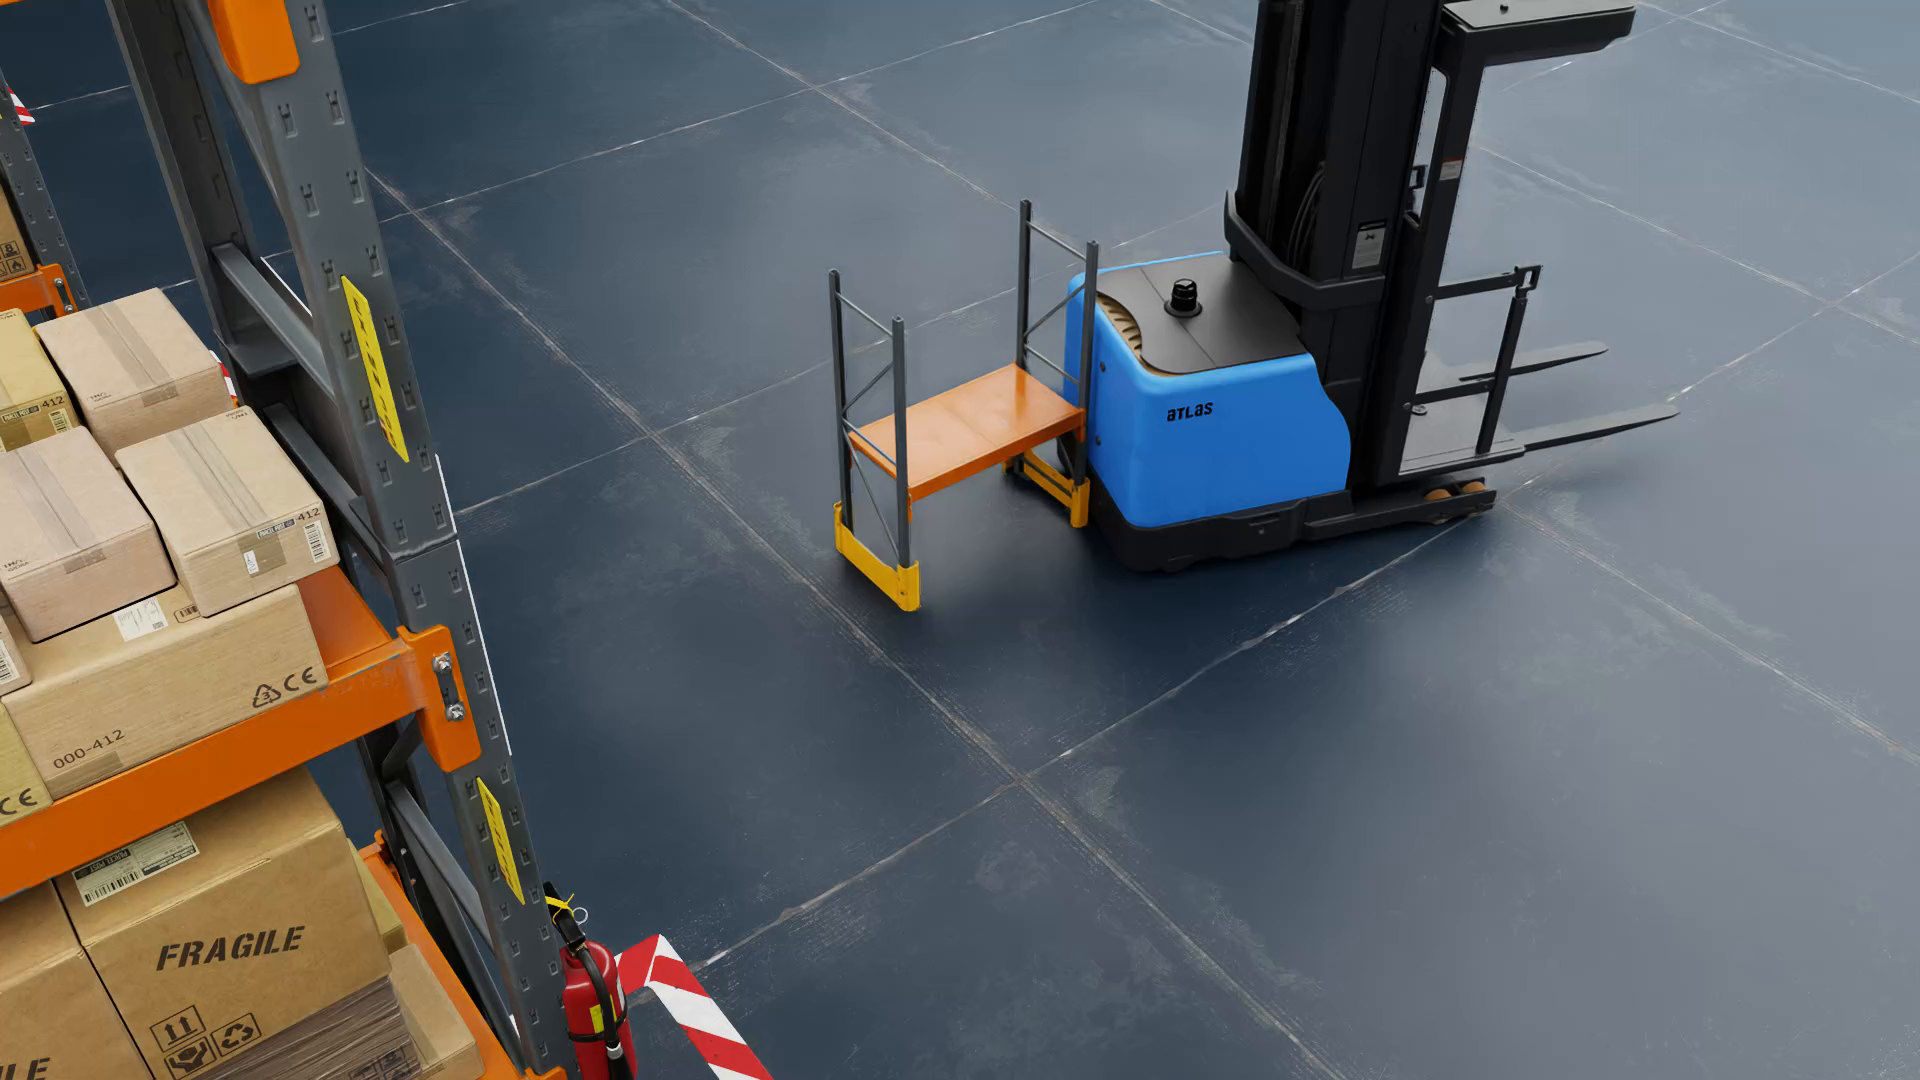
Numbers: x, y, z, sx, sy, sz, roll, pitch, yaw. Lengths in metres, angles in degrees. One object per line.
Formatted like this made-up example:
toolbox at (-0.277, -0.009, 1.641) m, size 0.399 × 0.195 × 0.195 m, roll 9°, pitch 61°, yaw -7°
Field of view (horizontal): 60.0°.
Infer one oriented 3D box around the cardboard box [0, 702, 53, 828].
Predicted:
cardboard box at (-1.928, 0.338, 2.859) m, size 0.500 × 0.250 × 0.500 m, roll -26°, pitch 46°, yaw -28°

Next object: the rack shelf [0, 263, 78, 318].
rack shelf at (-5.834, -0.551, 6.757) m, size 4.000 × 0.370 × 1.077 m, roll -26°, pitch 46°, yaw -28°

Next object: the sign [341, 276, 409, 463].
sign at (-0.984, -0.284, 2.801) m, size 0.005 × 0.325 × 0.100 m, roll -26°, pitch 46°, yaw -28°

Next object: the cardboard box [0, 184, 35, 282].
cardboard box at (-4.515, -1.494, 7.221) m, size 0.550 × 0.550 × 0.875 m, roll -26°, pitch 46°, yaw -28°

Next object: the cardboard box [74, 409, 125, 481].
cardboard box at (-1.846, -0.114, 3.411) m, size 0.500 × 0.250 × 0.500 m, roll -25°, pitch 45°, yaw -27°

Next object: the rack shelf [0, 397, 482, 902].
rack shelf at (-2.892, 0.823, 2.717) m, size 4.000 × 0.370 × 1.077 m, roll -26°, pitch 46°, yaw -28°

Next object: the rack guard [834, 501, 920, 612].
rack guard at (-0.383, 0.069, 7.602) m, size 0.087 × 0.250 × 0.587 m, roll -26°, pitch 46°, yaw -28°

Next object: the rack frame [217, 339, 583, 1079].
rack frame at (-1.306, 0.932, 4.383) m, size 0.127 × 3.000 × 1.000 m, roll -26°, pitch 46°, yaw -28°

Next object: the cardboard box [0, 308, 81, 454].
cardboard box at (-1.930, -0.283, 3.302) m, size 0.250 × 0.149 × 0.380 m, roll -25°, pitch 45°, yaw -27°

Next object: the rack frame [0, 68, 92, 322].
rack frame at (-4.248, -1.602, 7.471) m, size 0.127 × 3.000 × 1.000 m, roll -26°, pitch 46°, yaw -28°

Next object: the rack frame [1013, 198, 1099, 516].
rack frame at (0.428, -0.801, 7.678) m, size 0.032 × 1.500 × 0.500 m, roll -26°, pitch 46°, yaw -28°

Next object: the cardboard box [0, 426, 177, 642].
cardboard box at (-1.614, -0.018, 2.980) m, size 0.250 × 0.149 × 0.380 m, roll -28°, pitch 47°, yaw -29°

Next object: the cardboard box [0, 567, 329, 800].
cardboard box at (-1.534, 0.144, 3.096) m, size 0.500 × 0.250 × 0.500 m, roll -25°, pitch 45°, yaw -27°

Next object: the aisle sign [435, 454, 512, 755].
aisle sign at (-1.074, 0.053, 3.404) m, size 0.004 × 0.787 × 0.394 m, roll -26°, pitch 46°, yaw -28°

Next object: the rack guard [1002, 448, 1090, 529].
rack guard at (0.413, -0.311, 8.065) m, size 0.087 × 0.250 × 0.587 m, roll -26°, pitch 46°, yaw -28°

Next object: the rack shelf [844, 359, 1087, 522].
rack shelf at (0.022, -0.468, 7.555) m, size 1.000 × 0.185 × 0.538 m, roll -26°, pitch 46°, yaw -28°

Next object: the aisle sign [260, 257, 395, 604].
aisle sign at (-1.440, -0.248, 3.771) m, size 0.004 × 0.787 × 0.394 m, roll -26°, pitch 46°, yaw -28°

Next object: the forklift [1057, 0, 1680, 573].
forklift at (2.059, -1.520, 7.425) m, size 3.031 × 2.935 × 1.130 m, roll -11°, pitch 41°, yaw -13°

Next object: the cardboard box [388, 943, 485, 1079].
cardboard box at (-1.406, 1.243, 4.202) m, size 0.250 × 0.149 × 0.380 m, roll -26°, pitch 46°, yaw -28°

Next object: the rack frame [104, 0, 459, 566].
rack frame at (-1.306, -1.388, 2.480) m, size 0.127 × 3.000 × 1.000 m, roll -26°, pitch 46°, yaw -28°

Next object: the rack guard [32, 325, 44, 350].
rack guard at (-4.229, -0.645, 8.275) m, size 0.348 × 0.500 × 1.175 m, roll -26°, pitch 46°, yaw -28°

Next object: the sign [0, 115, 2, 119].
sign at (-3.929, -1.863, 6.689) m, size 0.005 × 0.325 × 0.100 m, roll -26°, pitch 46°, yaw -28°

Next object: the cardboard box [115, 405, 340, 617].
cardboard box at (-1.336, -0.060, 3.030) m, size 0.250 × 0.149 × 0.380 m, roll -26°, pitch 46°, yaw -28°

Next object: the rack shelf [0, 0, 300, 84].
rack shelf at (-2.892, -0.335, 1.767) m, size 4.000 × 0.370 × 1.077 m, roll -26°, pitch 46°, yaw -28°

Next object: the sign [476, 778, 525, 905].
sign at (-0.984, 0.649, 3.566) m, size 0.005 × 0.325 × 0.100 m, roll -26°, pitch 46°, yaw -28°

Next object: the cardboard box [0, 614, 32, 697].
cardboard box at (-1.764, 0.142, 2.784) m, size 0.250 × 0.149 × 0.380 m, roll -28°, pitch 47°, yaw -30°

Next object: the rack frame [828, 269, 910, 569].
rack frame at (-0.384, -0.414, 7.205) m, size 0.032 × 1.500 × 0.500 m, roll -26°, pitch 46°, yaw -28°

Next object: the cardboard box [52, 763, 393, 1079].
cardboard box at (-1.592, 0.728, 3.529) m, size 0.500 × 0.500 × 0.500 m, roll -26°, pitch 46°, yaw -28°

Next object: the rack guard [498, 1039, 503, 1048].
rack guard at (-1.366, 1.927, 5.140) m, size 0.348 × 0.500 × 1.175 m, roll -26°, pitch 46°, yaw -28°

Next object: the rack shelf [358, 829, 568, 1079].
rack shelf at (-2.892, 1.983, 3.669) m, size 4.000 × 0.370 × 1.077 m, roll -26°, pitch 46°, yaw -28°

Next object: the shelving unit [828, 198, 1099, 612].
shelving unit at (0.015, -0.604, 7.437) m, size 1.083 × 1.500 × 0.587 m, roll -26°, pitch 46°, yaw -28°

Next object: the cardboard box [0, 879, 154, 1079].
cardboard box at (-1.985, 0.924, 3.290) m, size 0.500 × 0.500 × 0.500 m, roll -26°, pitch 46°, yaw -28°

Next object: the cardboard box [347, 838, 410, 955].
cardboard box at (-1.677, 1.019, 4.474) m, size 0.250 × 0.149 × 0.380 m, roll -26°, pitch 46°, yaw -28°

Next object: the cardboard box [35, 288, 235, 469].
cardboard box at (-1.665, -0.334, 3.365) m, size 0.250 × 0.149 × 0.380 m, roll -26°, pitch 46°, yaw -28°

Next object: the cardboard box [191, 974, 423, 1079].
cardboard box at (-1.759, 0.977, 4.014) m, size 0.500 × 0.500 × 0.875 m, roll -26°, pitch 46°, yaw -28°

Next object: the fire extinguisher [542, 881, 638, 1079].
fire extinguisher at (-0.934, 1.149, 4.179) m, size 0.183 × 0.674 × 0.296 m, roll -26°, pitch 46°, yaw -28°
